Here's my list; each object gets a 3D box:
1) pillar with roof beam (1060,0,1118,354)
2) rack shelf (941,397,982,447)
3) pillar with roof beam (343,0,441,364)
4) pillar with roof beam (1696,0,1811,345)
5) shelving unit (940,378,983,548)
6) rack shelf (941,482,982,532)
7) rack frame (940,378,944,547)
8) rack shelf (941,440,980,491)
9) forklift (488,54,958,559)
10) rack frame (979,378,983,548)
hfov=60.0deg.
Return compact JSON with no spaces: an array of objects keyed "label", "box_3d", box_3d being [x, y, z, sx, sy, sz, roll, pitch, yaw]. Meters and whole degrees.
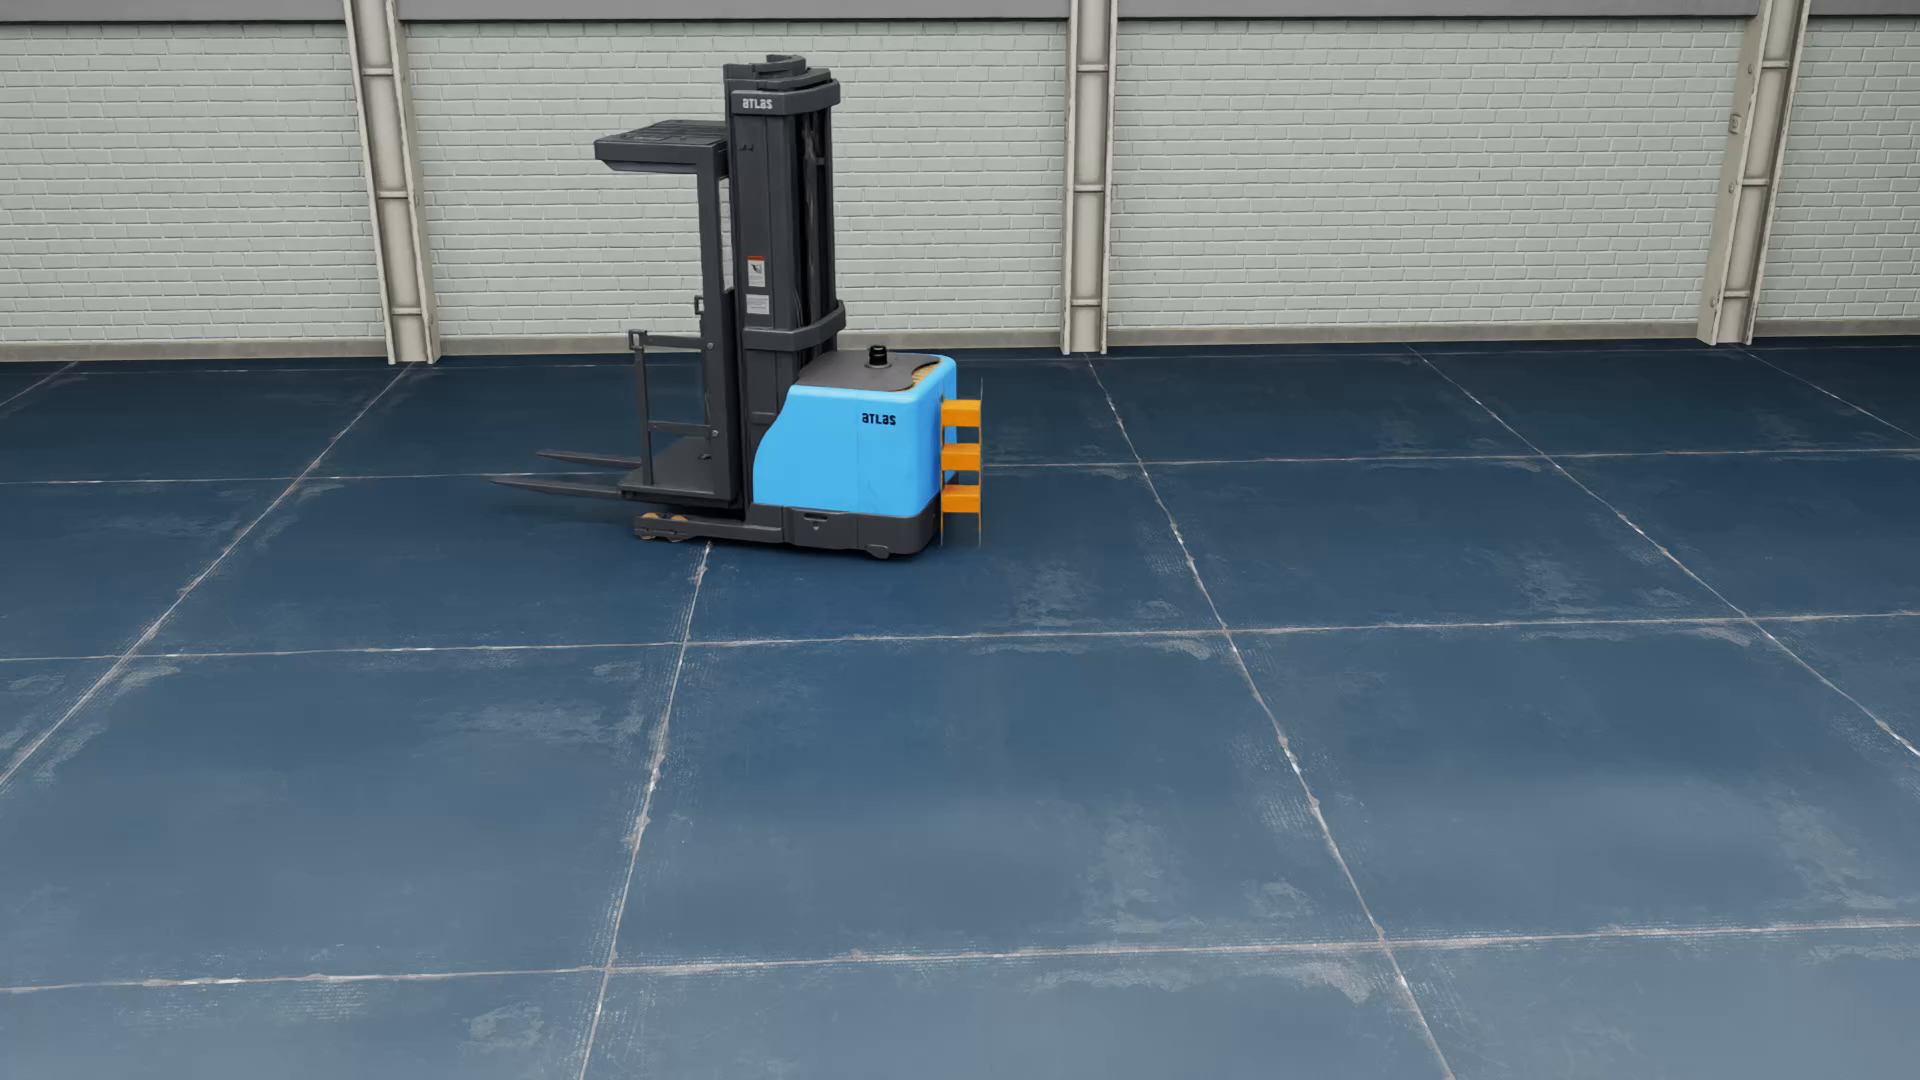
[{"label":"pillar with roof beam","box_3d":[1.369,-4.413,9.565,0.400,9.000,9.100,-1,21,-3]},{"label":"rack shelf","box_3d":[0.011,-0.733,10.303,0.240,0.259,0.215,1,21,4]},{"label":"pillar with roof beam","box_3d":[-4.622,-4.291,9.245,0.400,9.000,9.100,-1,21,-3]},{"label":"pillar with roof beam","box_3d":[7.359,-4.535,9.885,0.400,9.000,9.100,-1,21,-3]},{"label":"shelving unit","box_3d":[0.011,-0.478,10.400,0.252,1.050,0.215,1,21,4]},{"label":"rack shelf","box_3d":[0.011,-0.208,10.502,0.240,0.259,0.215,1,21,4]},{"label":"rack frame","box_3d":[-0.111,-0.481,10.408,0.008,1.050,0.200,1,21,4]},{"label":"rack shelf","box_3d":[0.011,-0.468,10.403,0.240,0.259,0.215,1,21,4]},{"label":"forklift","box_3d":[-1.585,-1.529,10.517,3.031,2.935,1.130,6,22,14]},{"label":"rack frame","box_3d":[0.133,-0.474,10.391,0.008,1.050,0.200,1,21,4]}]
